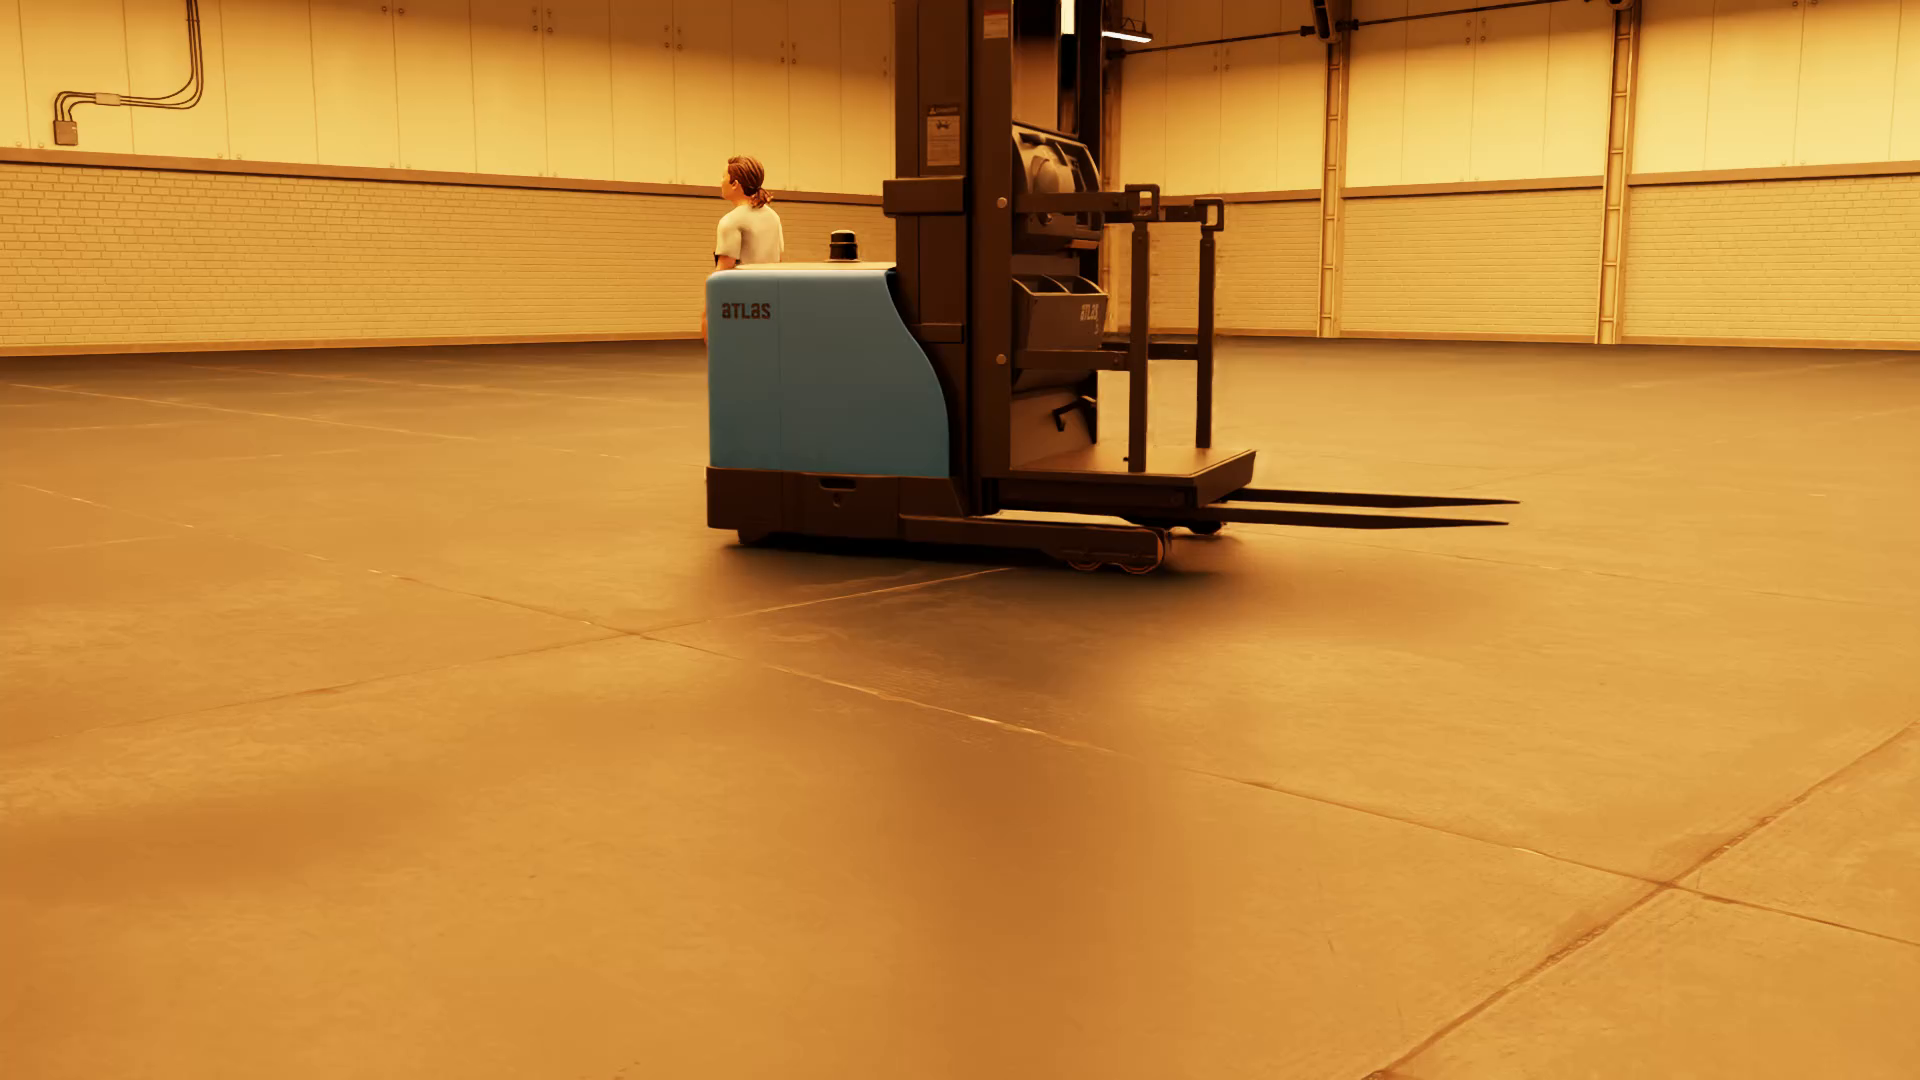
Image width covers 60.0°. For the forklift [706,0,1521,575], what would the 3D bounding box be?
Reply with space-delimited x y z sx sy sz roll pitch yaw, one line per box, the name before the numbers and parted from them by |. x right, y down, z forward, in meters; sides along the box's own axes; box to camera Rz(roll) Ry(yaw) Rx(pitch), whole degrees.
forklift | 0.565 -1.416 6.275 3.031 2.935 1.130 3 9 22

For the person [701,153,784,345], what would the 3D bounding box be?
person | -1.170 -1.139 8.603 0.548 1.673 0.551 5 10 31
